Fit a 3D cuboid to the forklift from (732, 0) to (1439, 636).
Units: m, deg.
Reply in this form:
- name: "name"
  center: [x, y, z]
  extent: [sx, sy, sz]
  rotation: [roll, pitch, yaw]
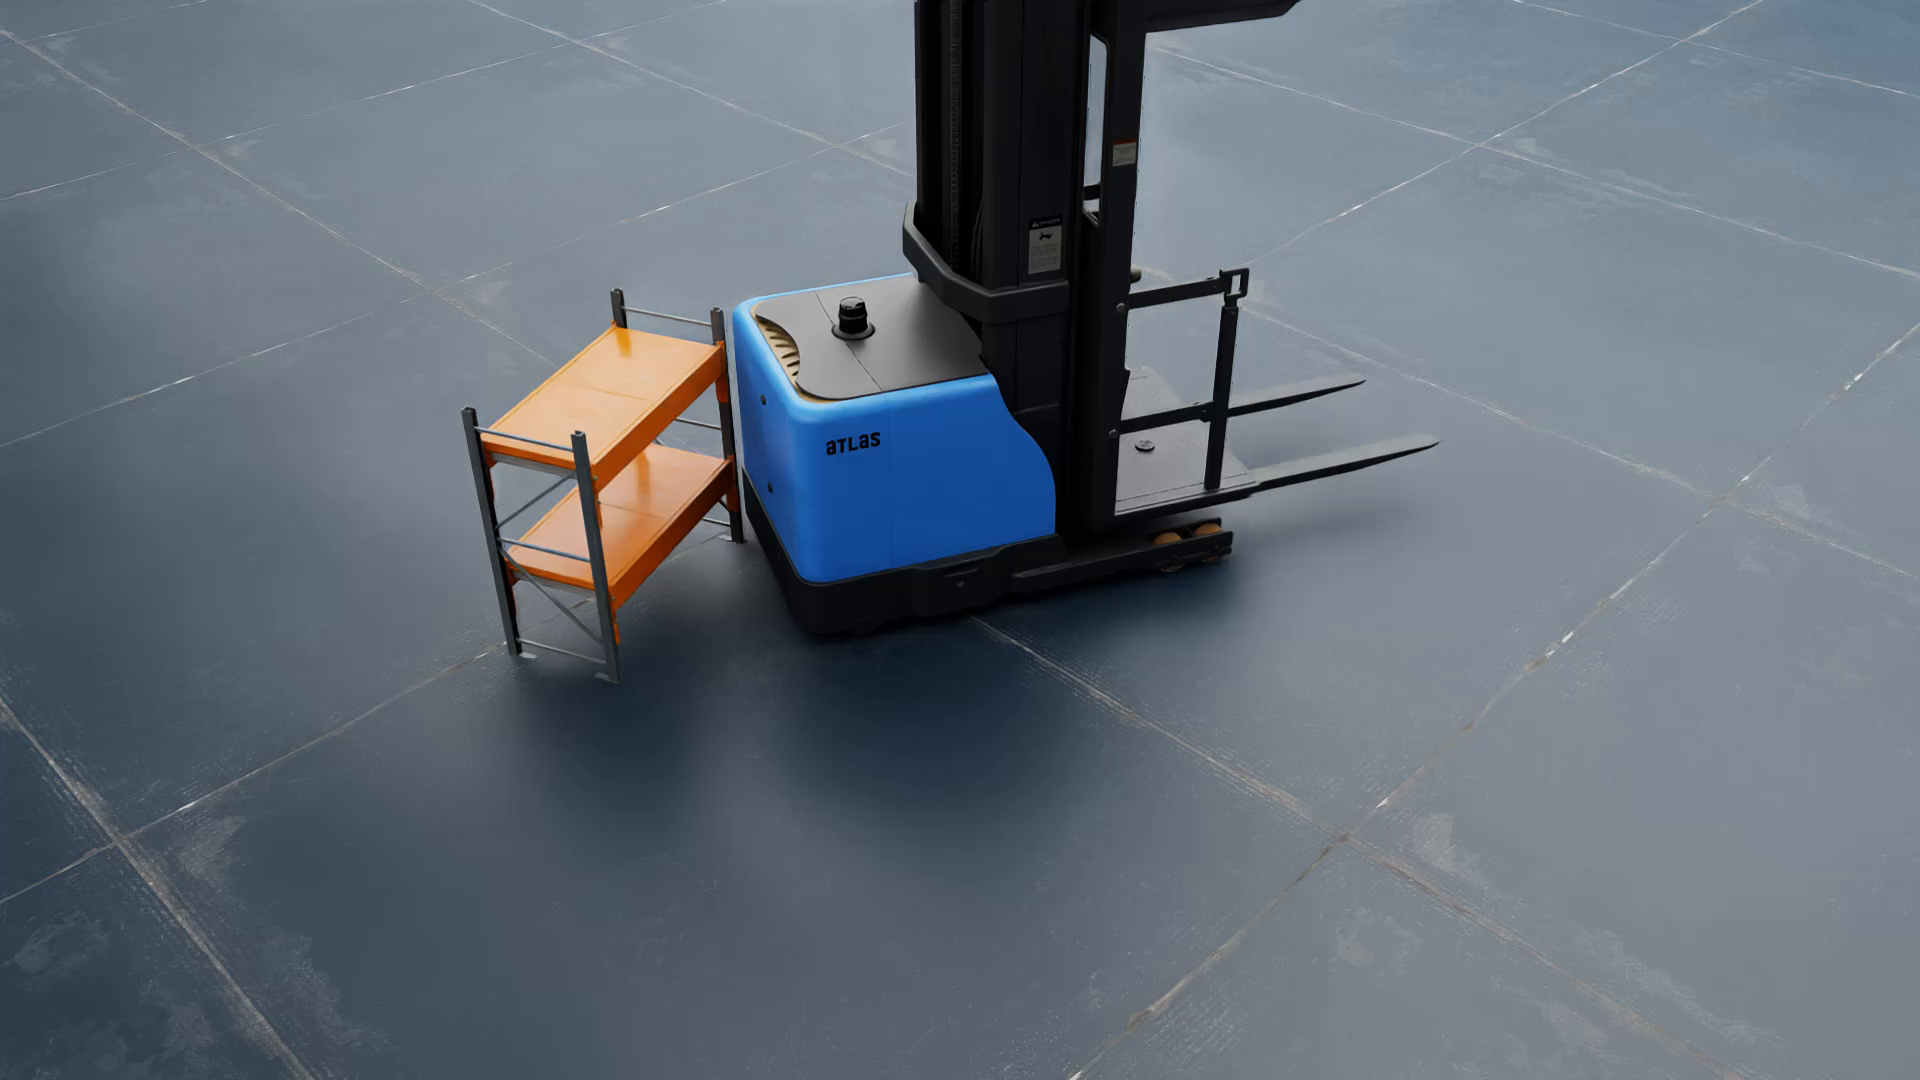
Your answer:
- name: "forklift"
  center: [0.629, -1.337, 6.605]
  extent: [3.031, 2.935, 1.130]
  rotation: [-12, 37, -17]

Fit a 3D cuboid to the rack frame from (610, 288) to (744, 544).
- name: "rack frame"
  center: [-1.179, -0.502, 6.987]
  extent: [0.500, 1.125, 0.032]
  rotation: [13, 37, 17]

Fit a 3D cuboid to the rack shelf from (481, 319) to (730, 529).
- name: "rack shelf"
  center: [-1.365, -0.472, 6.432]
  extent: [0.538, 0.278, 1.000]
  rotation: [13, 37, 17]

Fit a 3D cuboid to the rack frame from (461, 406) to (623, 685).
- name: "rack frame"
  center: [-1.551, 0.039, 6.211]
  extent: [0.500, 1.125, 0.032]
  rotation: [13, 37, 17]

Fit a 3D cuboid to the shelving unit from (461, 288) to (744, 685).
- name: "shelving unit"
  center: [-1.365, -0.232, 6.599]
  extent: [0.538, 1.125, 1.048]
  rotation: [13, 37, 17]

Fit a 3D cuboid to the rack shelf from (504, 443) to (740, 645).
- name: "rack shelf"
  center: [-1.365, -0.031, 6.739]
  extent: [0.538, 0.278, 1.000]
  rotation: [13, 37, 17]
